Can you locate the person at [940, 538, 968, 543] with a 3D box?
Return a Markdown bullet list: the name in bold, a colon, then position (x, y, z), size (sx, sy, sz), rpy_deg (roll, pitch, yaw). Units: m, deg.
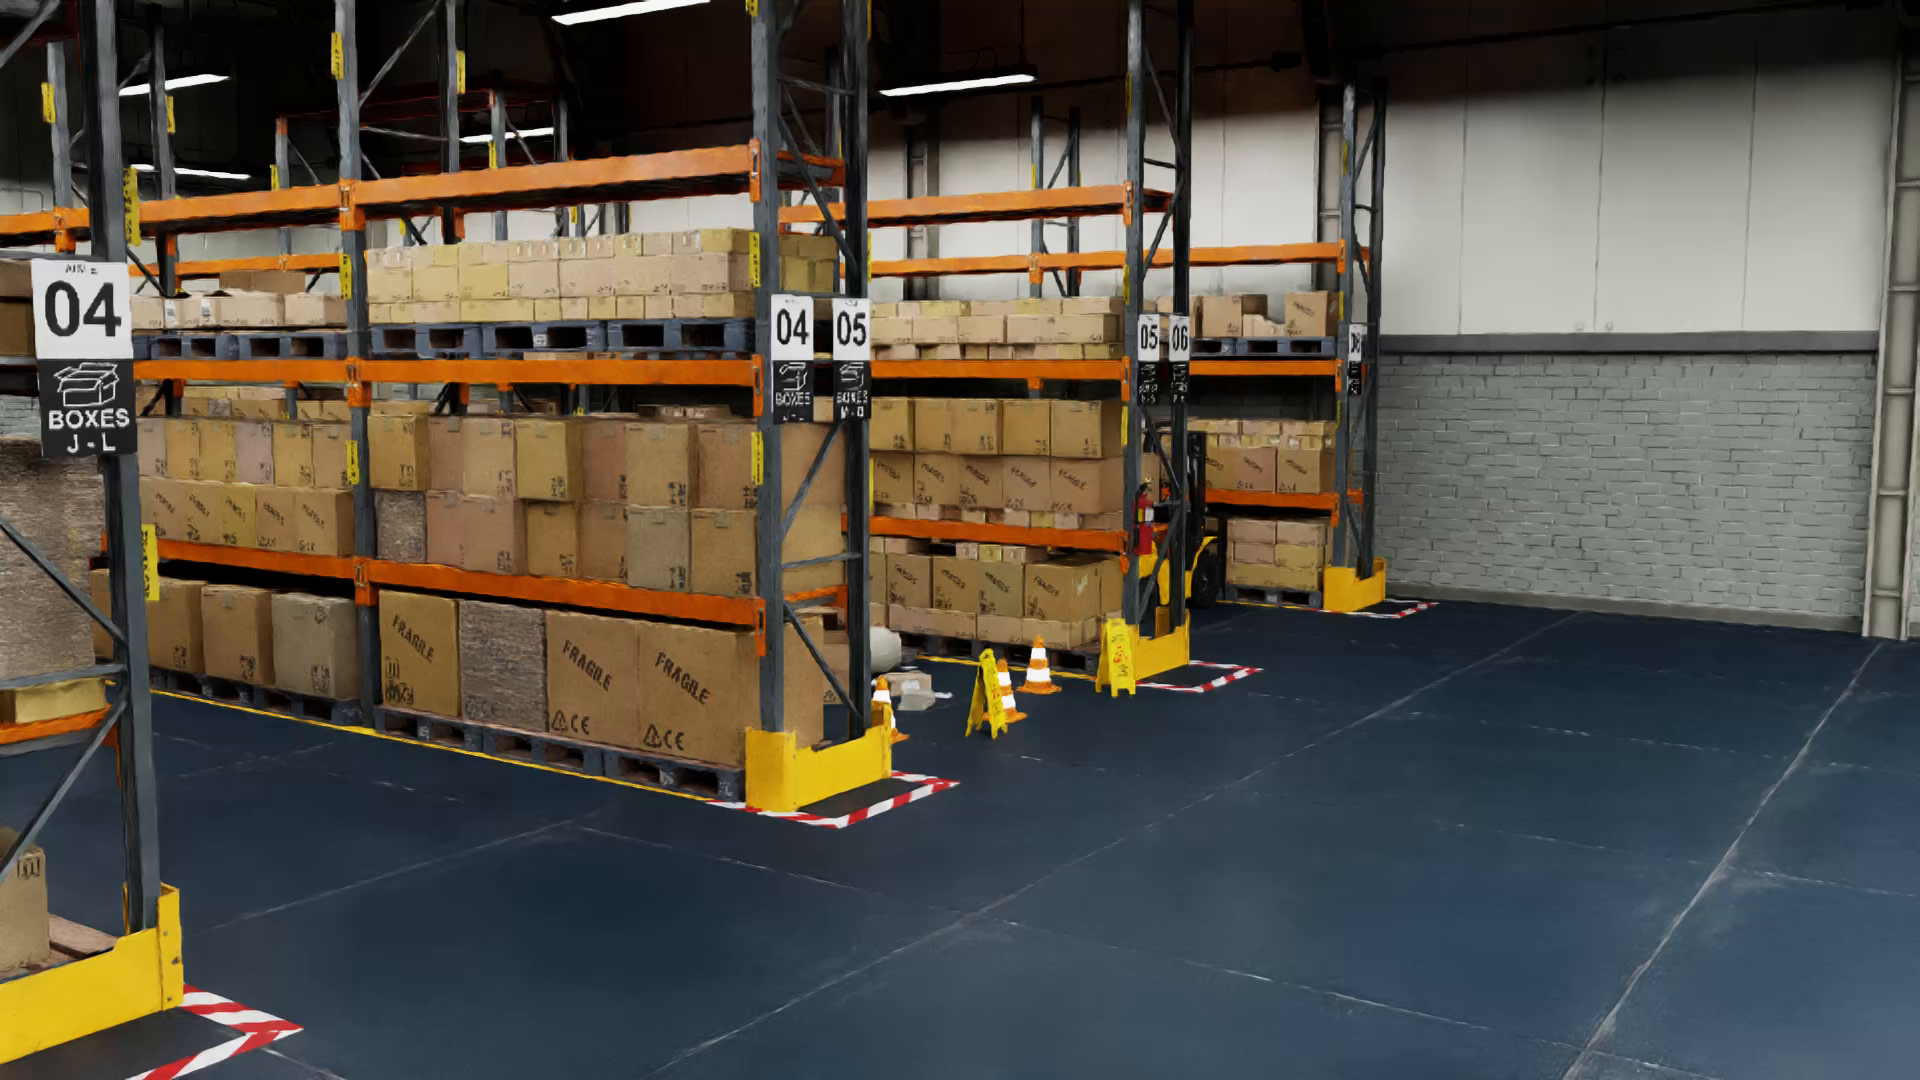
- **person**: position (0.053, -0.064, 18.335), size (0.628, 1.778, 0.461), rpy_deg (2, 7, 21)
